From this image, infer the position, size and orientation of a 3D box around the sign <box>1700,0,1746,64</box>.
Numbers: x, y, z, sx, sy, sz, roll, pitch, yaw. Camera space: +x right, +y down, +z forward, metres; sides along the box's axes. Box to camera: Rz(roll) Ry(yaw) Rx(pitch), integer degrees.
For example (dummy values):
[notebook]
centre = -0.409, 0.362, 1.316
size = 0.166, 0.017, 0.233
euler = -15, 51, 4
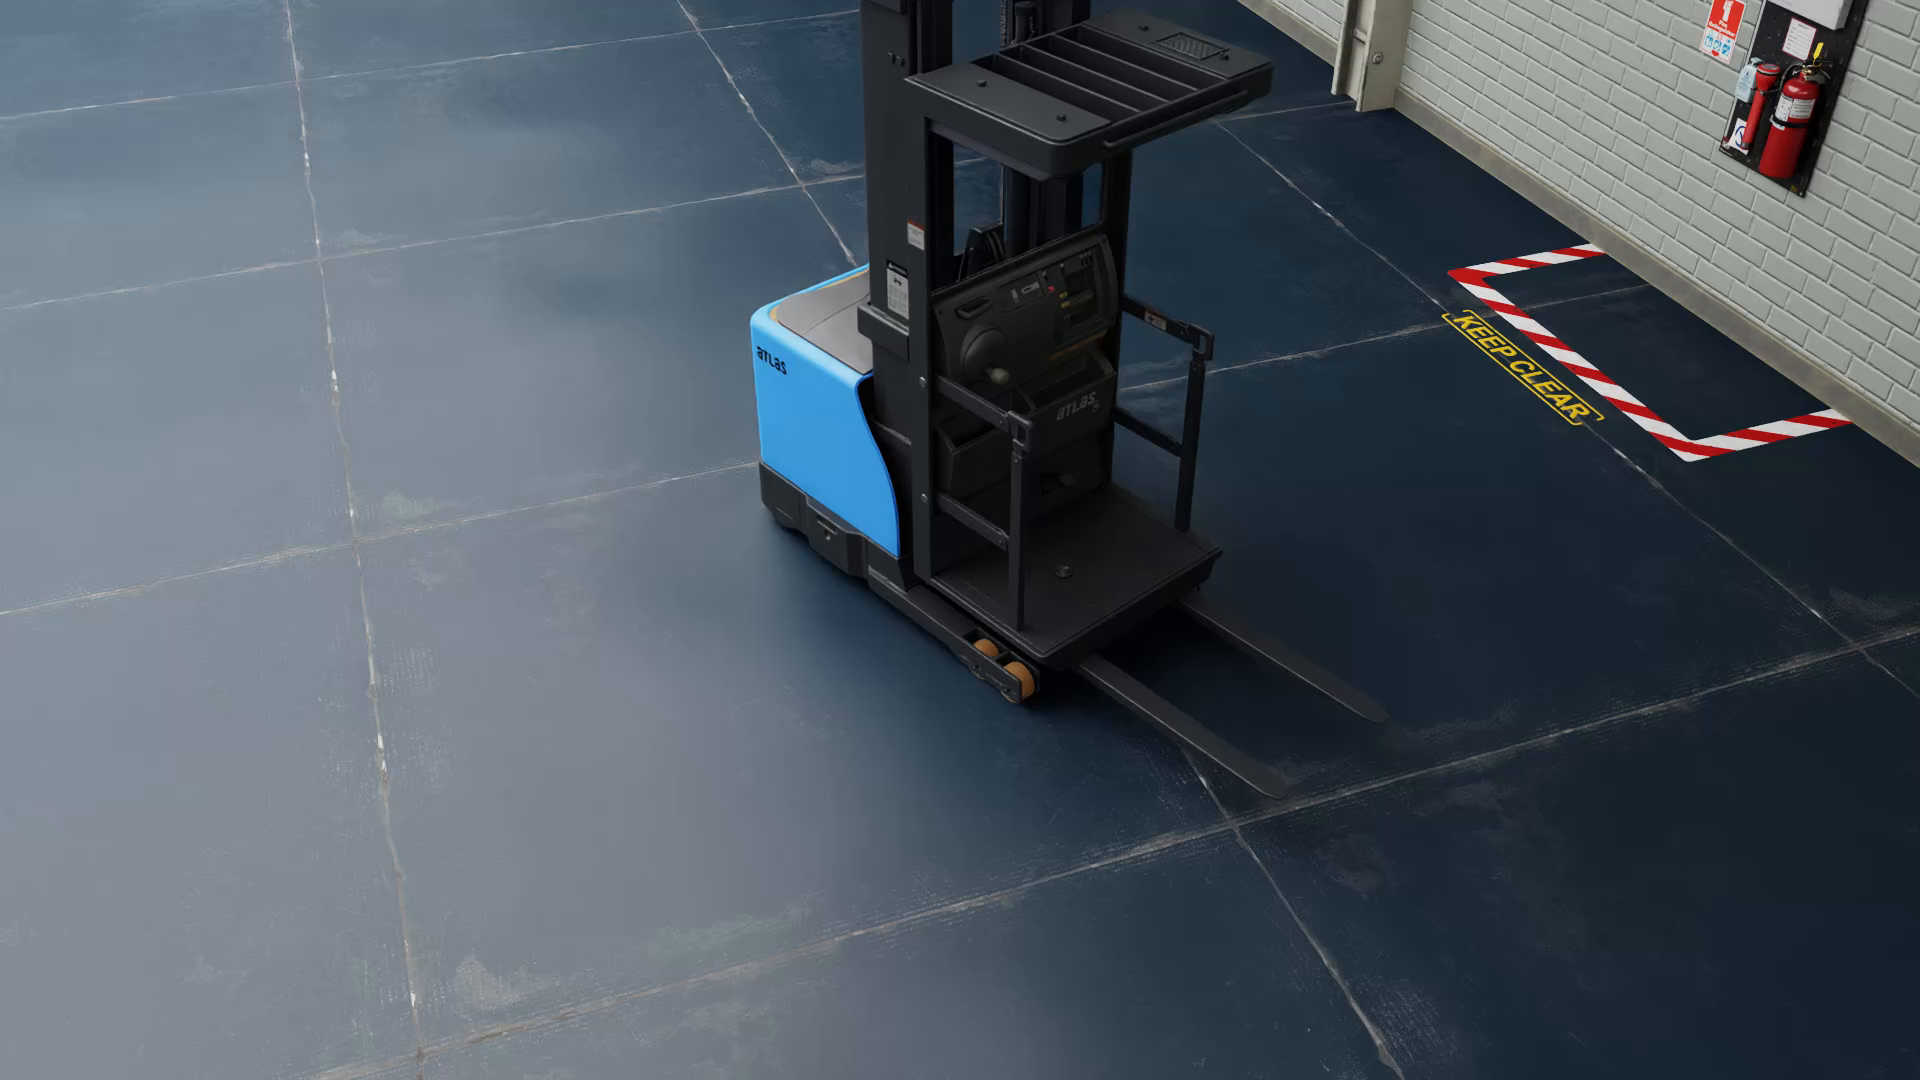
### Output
[sign]
centre = 4.059, -2.731, 8.852
size = 0.001, 0.329, 0.234
euler = -12, 39, -16

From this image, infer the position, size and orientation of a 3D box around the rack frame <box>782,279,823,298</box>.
[rack frame]
centre = -0.734, -0.824, 8.096
size = 0.240, 0.900, 0.006
euler = -29, 44, -33

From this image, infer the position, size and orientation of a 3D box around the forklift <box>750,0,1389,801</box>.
[forklift]
centre = 0.415, -0.849, 6.442
size = 1.130, 2.935, 3.031
euler = -28, 45, -32

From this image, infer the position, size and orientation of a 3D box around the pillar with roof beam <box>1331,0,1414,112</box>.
[pillar with roof beam]
centre = -1.140, -5.873, 8.068
size = 9.100, 9.000, 0.400
euler = -12, 39, -16

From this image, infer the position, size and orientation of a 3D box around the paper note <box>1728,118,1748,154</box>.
[paper note]
centre = 4.157, -2.145, 8.837
size = 0.016, 0.148, 0.142
euler = -12, 39, -16

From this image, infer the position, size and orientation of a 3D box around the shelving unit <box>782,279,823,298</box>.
[shelving unit]
centre = -0.666, -0.781, 8.035
size = 0.258, 0.900, 0.210
euler = -29, 44, -33

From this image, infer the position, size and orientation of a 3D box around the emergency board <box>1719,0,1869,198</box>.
[emergency board]
centre = 4.153, -2.383, 8.420
size = 0.194, 1.169, 0.643
euler = -12, 39, -16
